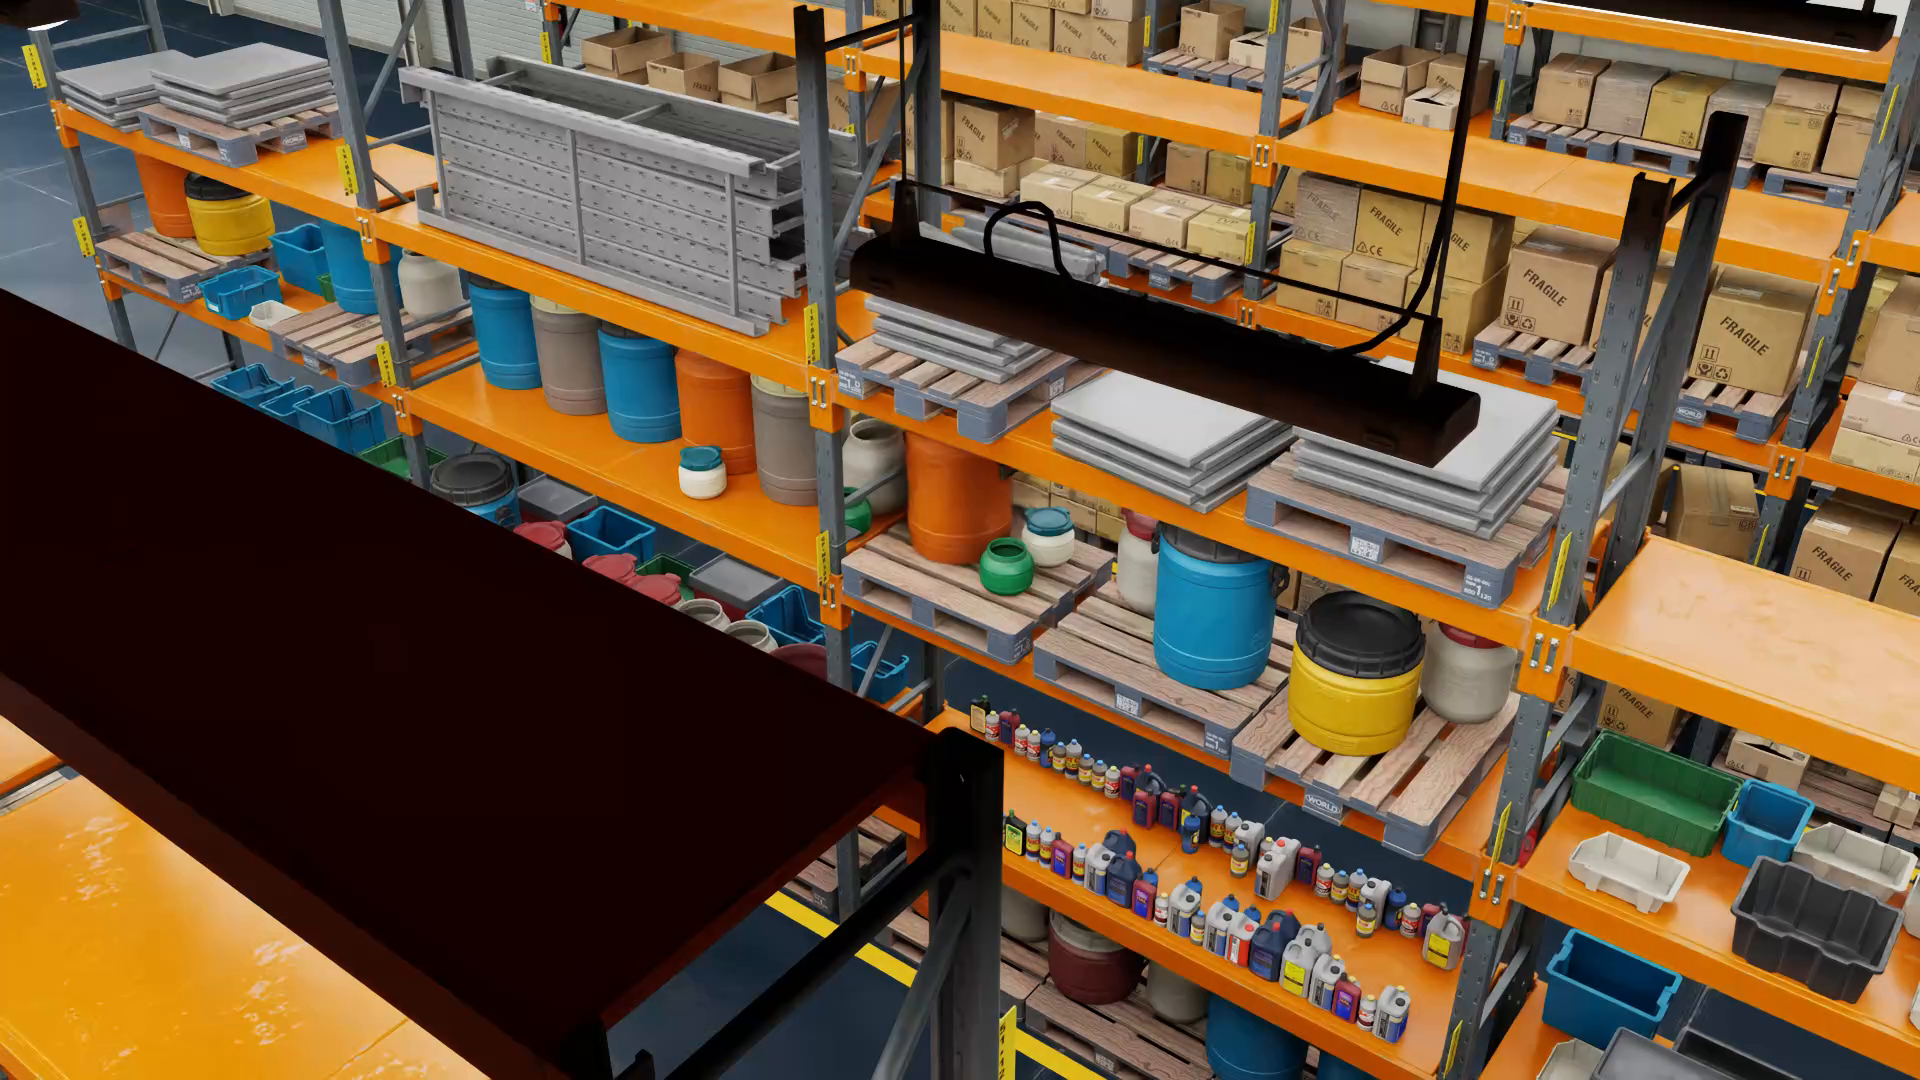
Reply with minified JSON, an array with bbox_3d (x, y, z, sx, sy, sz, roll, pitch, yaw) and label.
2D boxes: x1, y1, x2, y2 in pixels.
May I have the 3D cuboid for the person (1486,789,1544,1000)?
[{"bbox_3d":[3.295,2.182,10.080,0.515,1.776,0.587,9,32,14],"label":"person"}]
